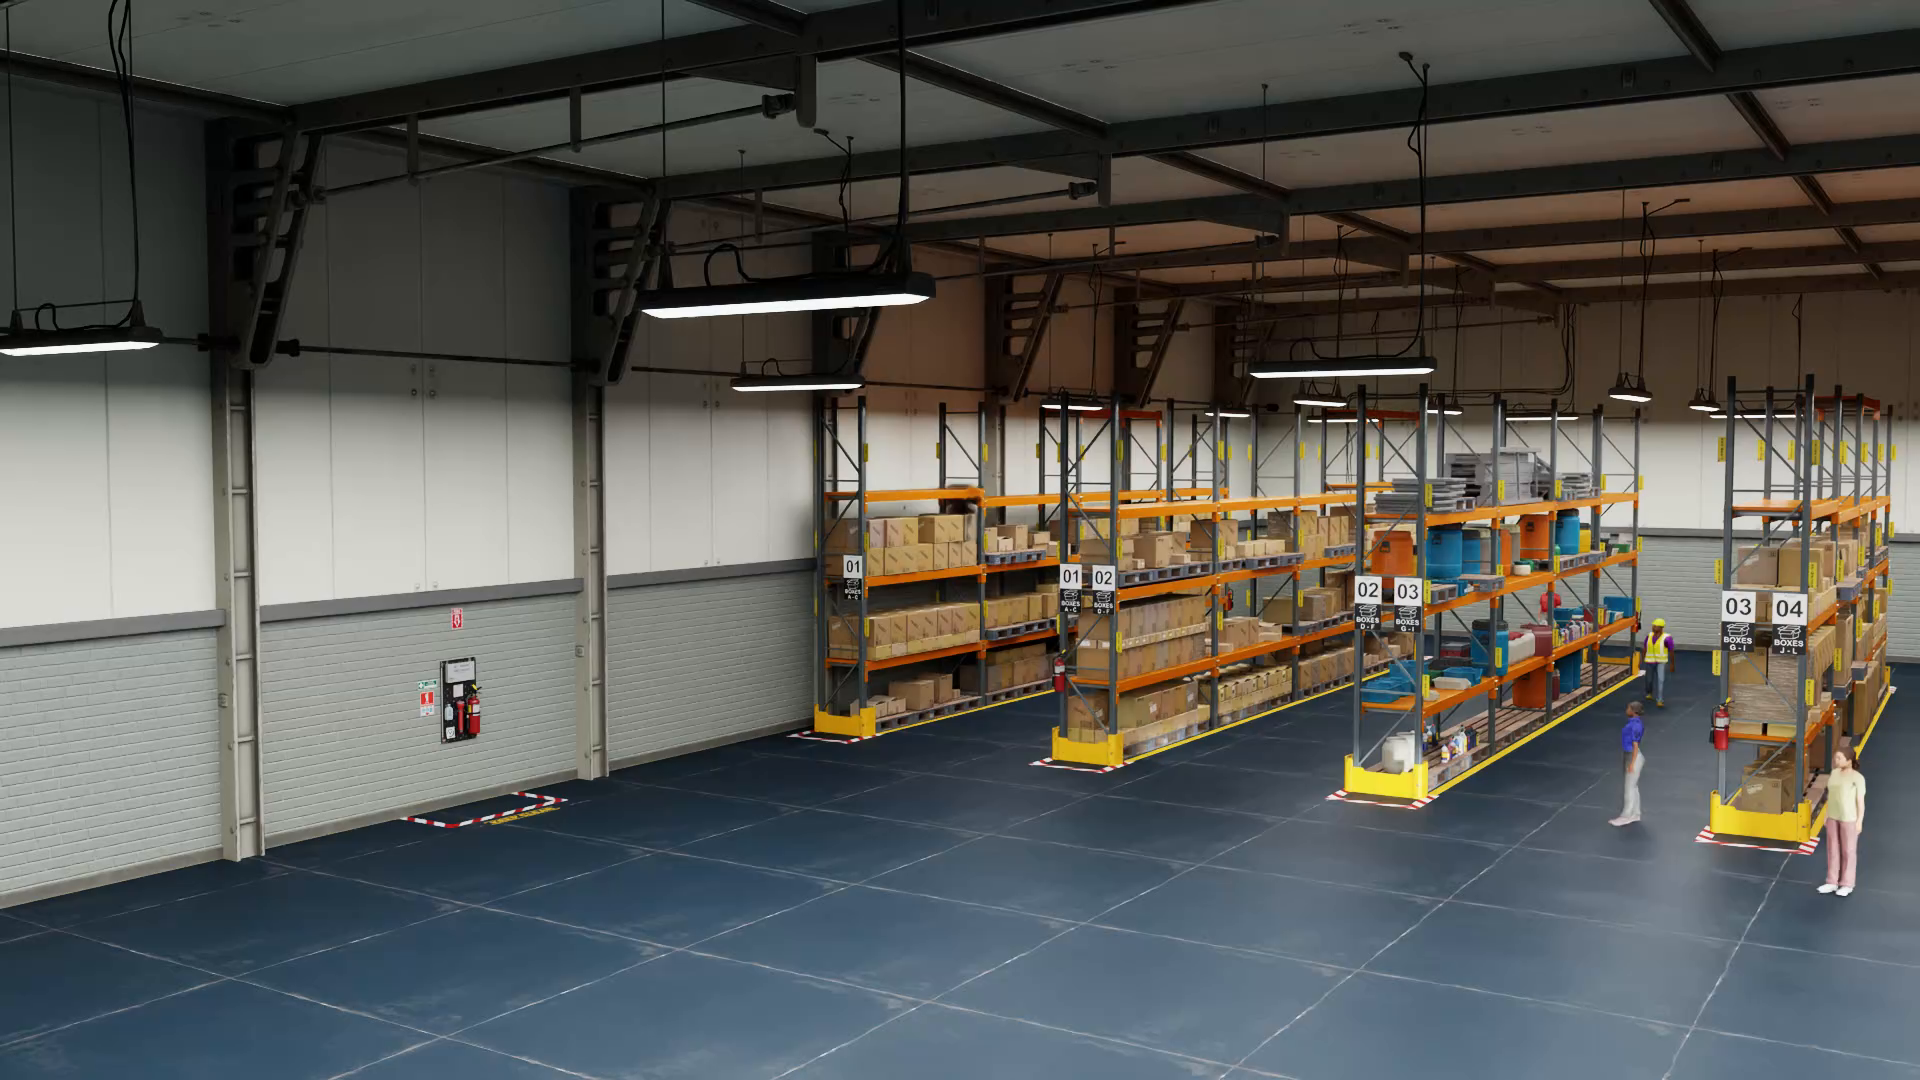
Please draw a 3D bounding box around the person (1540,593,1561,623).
[{"bbox_3d":[14.838,2.023,41.799,0.503,1.446,0.518,1,3,13],"label":"person"}]

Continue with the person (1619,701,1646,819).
[{"bbox_3d":[9.056,2.959,22.493,0.396,1.589,0.475,0,3,1],"label":"person"}]

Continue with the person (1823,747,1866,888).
[{"bbox_3d":[9.993,3.129,18.797,0.319,1.606,0.461,-1,3,-23],"label":"person"}]

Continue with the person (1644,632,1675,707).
[{"bbox_3d":[13.816,2.546,32.889,0.563,1.481,0.984,1,3,22],"label":"person"}]
